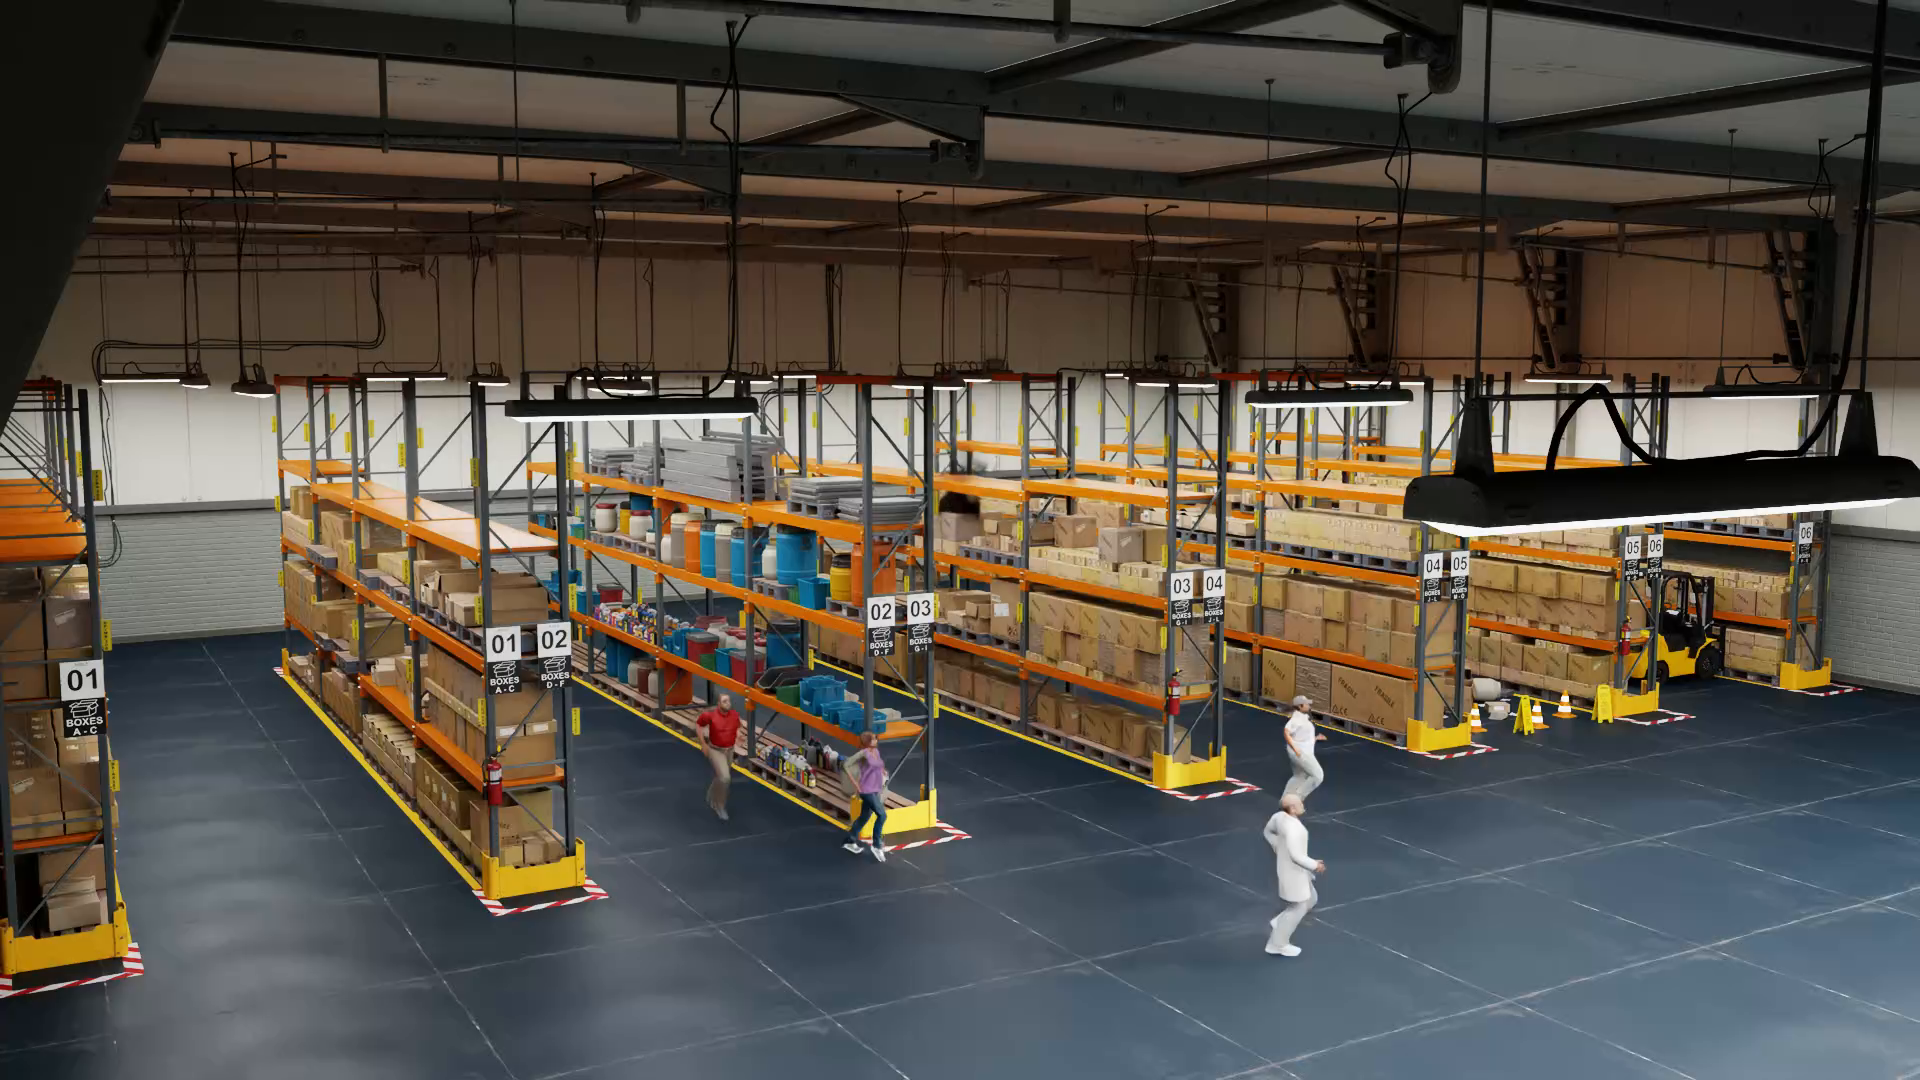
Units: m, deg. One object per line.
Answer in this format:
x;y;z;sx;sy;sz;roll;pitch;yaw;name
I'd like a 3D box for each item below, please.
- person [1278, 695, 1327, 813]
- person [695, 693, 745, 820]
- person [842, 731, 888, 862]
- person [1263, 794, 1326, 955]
4.778;2.979;23.159;0.643;1.642;0.586;1;6;8;person
-3.305;2.986;23.053;0.882;1.777;0.573;6;9;43;person
-1.187;3.241;21.153;0.615;1.636;0.570;2;6;15;person
3.556;3.538;17.666;0.608;1.737;0.722;0;6;-3;person
